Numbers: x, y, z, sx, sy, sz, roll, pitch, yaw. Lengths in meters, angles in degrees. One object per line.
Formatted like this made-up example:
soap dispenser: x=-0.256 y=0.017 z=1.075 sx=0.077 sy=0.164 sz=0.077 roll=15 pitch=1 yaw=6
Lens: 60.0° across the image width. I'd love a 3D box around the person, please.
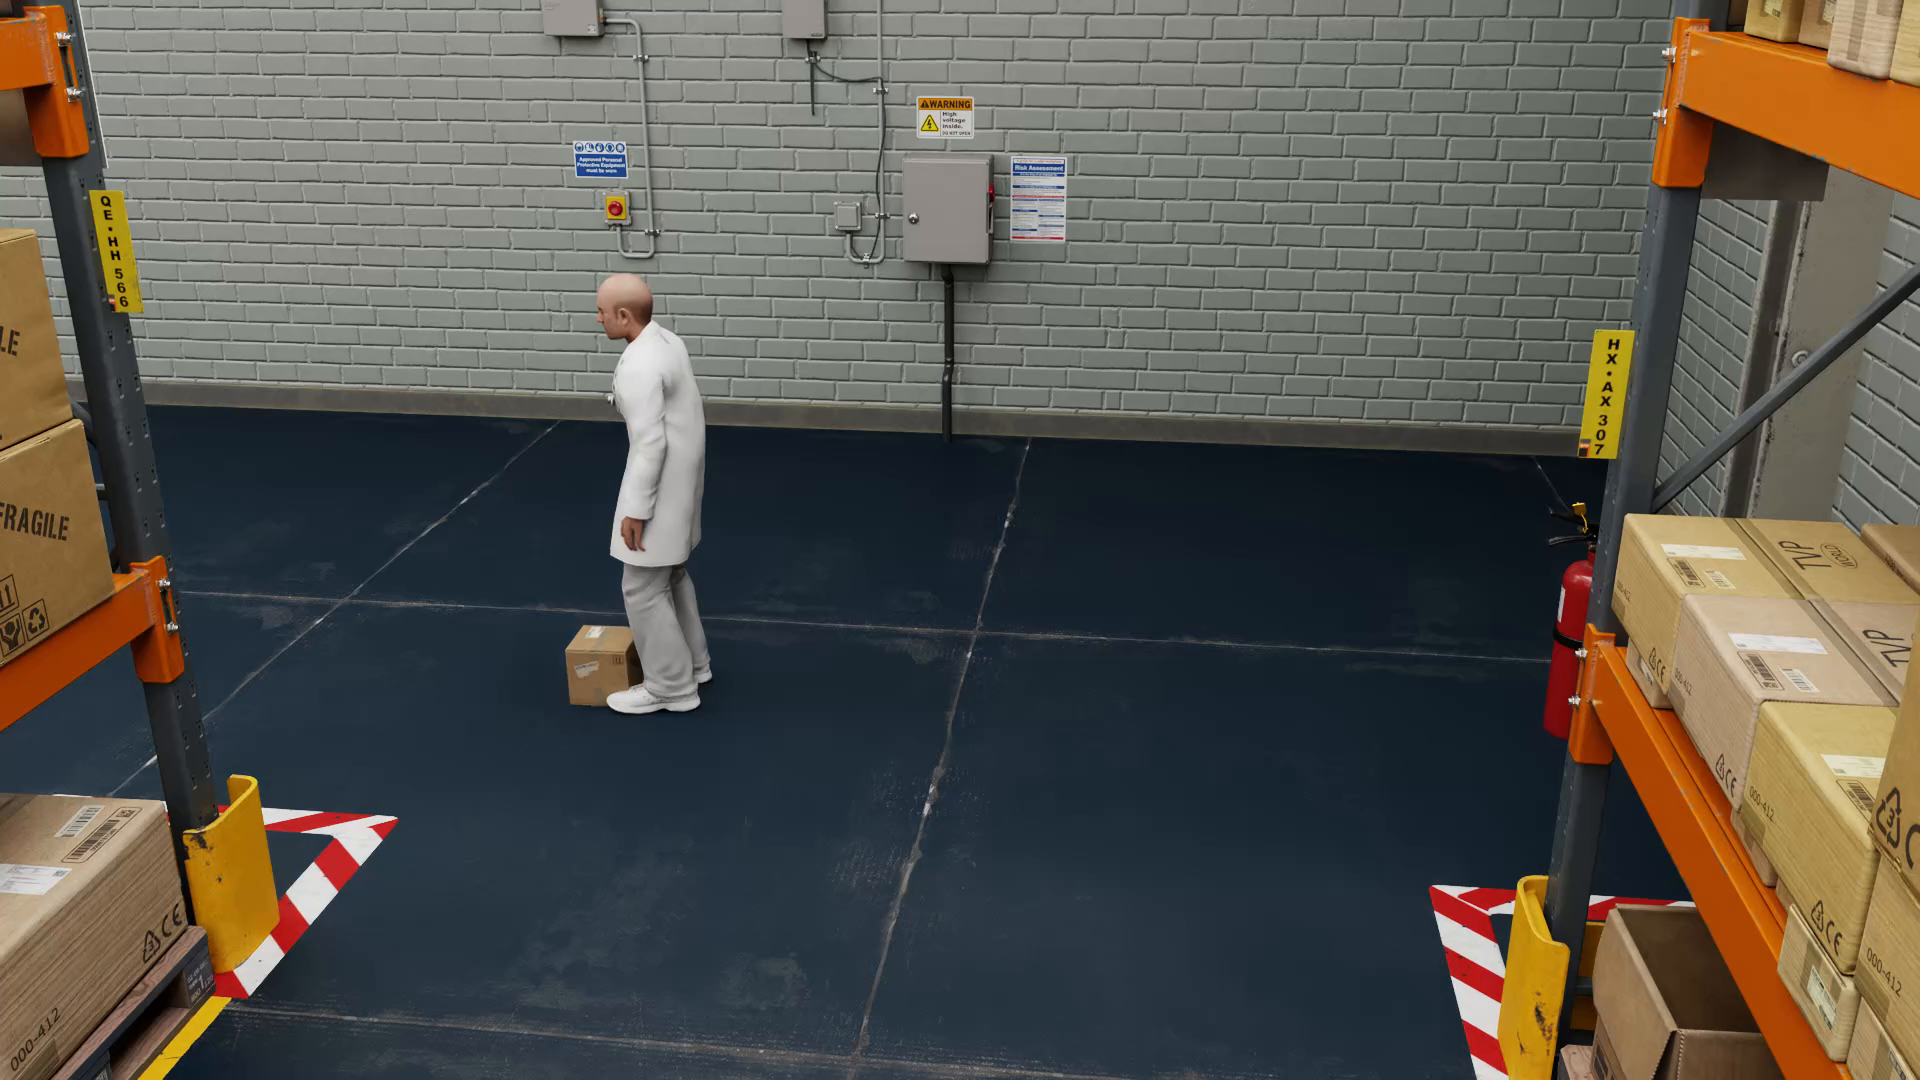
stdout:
person: x=-1.214 y=-0.180 z=6.576 sx=0.429 sy=1.772 sz=0.645 roll=1 pitch=21 yaw=3
